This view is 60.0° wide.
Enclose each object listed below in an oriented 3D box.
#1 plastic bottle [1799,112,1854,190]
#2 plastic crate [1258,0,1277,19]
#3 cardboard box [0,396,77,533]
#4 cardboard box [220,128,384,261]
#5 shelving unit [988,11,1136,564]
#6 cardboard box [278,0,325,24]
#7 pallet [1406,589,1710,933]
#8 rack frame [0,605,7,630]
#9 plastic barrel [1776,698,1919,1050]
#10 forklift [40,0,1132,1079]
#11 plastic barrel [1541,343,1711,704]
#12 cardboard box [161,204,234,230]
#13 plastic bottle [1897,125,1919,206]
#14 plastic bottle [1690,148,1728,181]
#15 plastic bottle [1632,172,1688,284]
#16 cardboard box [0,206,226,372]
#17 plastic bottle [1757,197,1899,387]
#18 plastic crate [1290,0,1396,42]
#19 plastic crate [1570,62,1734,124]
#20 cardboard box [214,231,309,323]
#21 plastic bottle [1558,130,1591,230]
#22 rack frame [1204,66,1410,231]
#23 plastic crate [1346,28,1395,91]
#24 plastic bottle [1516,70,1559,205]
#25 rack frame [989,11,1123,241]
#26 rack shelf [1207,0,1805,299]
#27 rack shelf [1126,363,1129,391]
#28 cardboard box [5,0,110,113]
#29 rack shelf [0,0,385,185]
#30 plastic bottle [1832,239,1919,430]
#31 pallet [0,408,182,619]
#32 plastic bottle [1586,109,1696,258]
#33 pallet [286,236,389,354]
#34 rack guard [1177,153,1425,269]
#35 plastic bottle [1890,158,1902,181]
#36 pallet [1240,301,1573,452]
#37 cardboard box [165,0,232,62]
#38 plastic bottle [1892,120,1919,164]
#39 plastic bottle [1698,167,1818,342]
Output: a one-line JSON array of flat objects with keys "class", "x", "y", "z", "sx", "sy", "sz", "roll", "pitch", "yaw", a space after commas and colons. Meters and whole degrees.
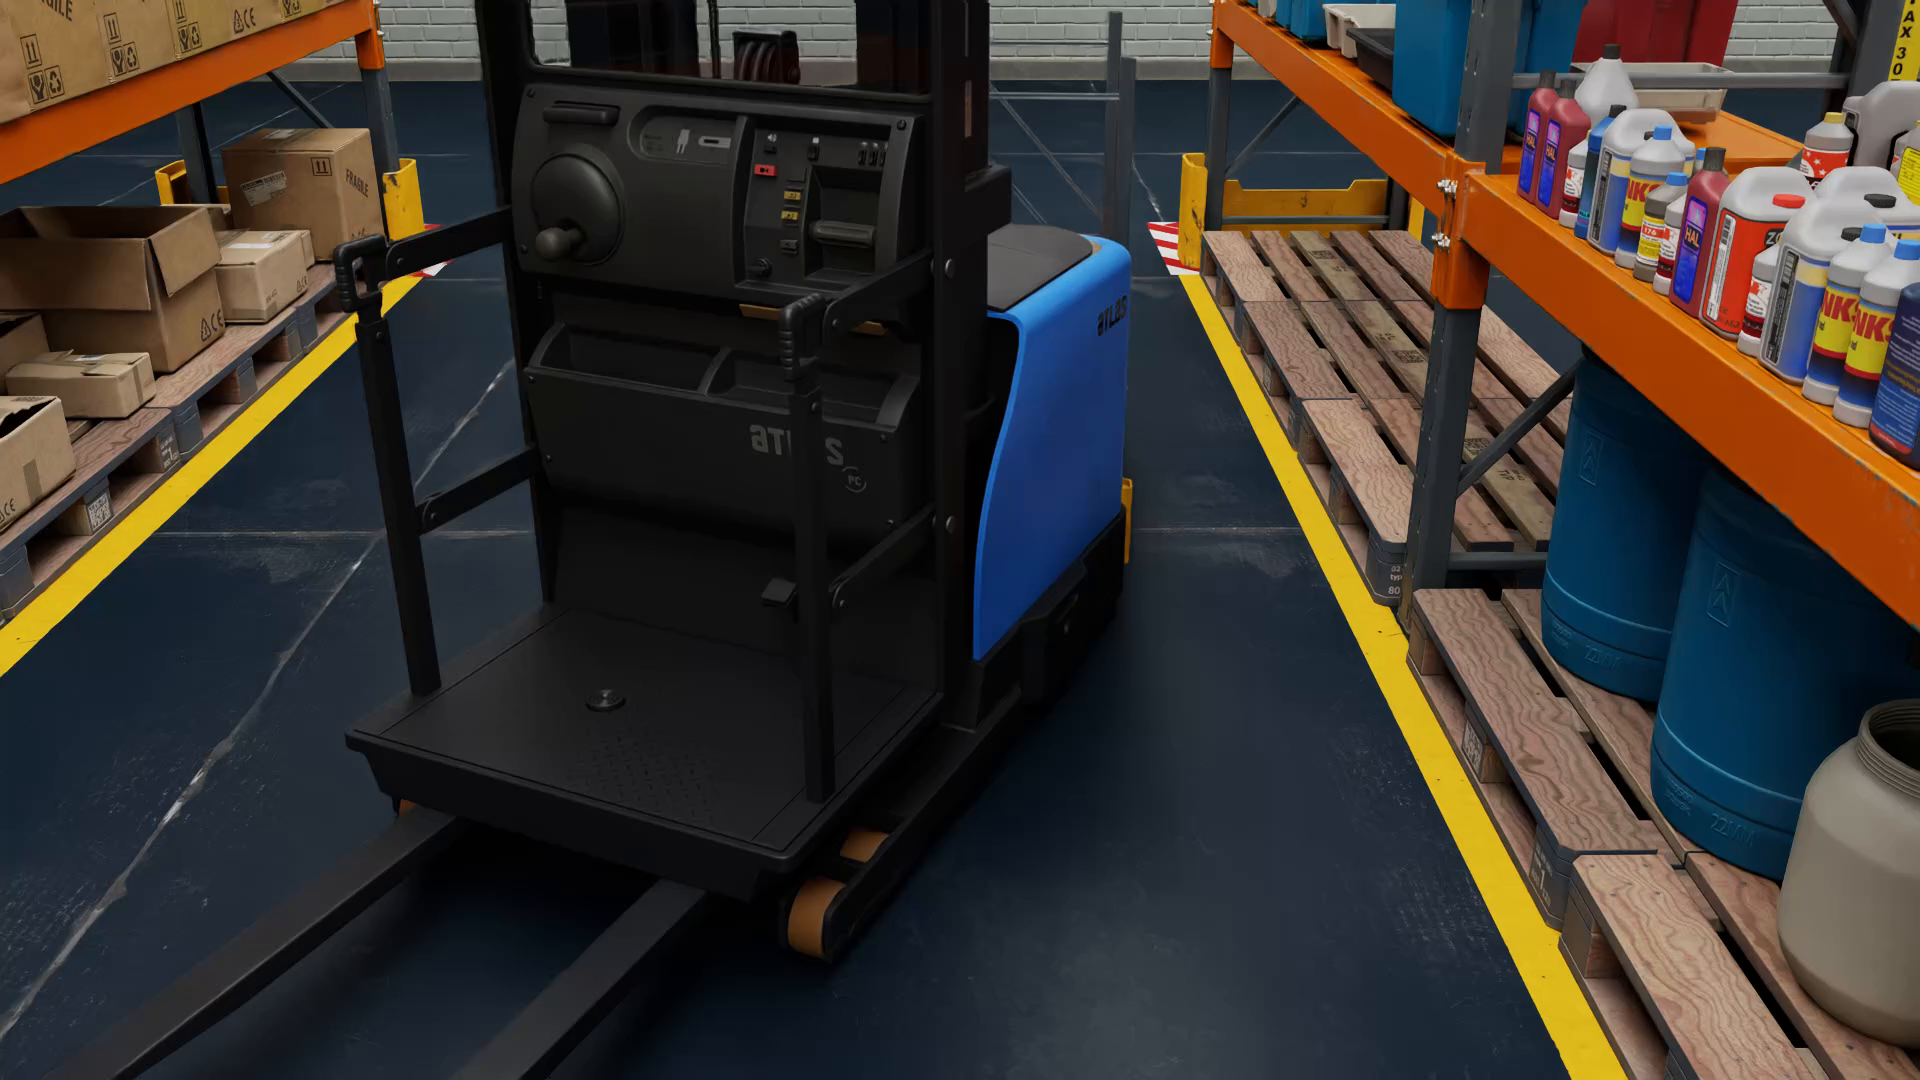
[{"class": "plastic bottle", "x": 1.952, "y": -0.860, "z": 3.752, "sx": 0.097, "sy": 0.201, "sz": 0.097, "roll": 0, "pitch": 24, "yaw": 0}, {"class": "plastic crate", "x": 1.307, "y": -2.160, "z": 6.632, "sx": 0.250, "sy": 0.136, "sz": 0.298, "roll": 0, "pitch": 24, "yaw": -1}, {"class": "cardboard box", "x": -2.993, "y": -0.248, "z": 4.887, "sx": 0.500, "sy": 0.311, "sz": 0.500, "roll": 0, "pitch": 24, "yaw": -1}, {"class": "cardboard box", "x": -2.996, "y": -1.586, "z": 7.615, "sx": 0.500, "sy": 0.500, "sz": 0.500, "roll": 0, "pitch": 24, "yaw": -1}, {"class": "shelving unit", "x": 0.253, "y": -0.837, "z": 5.282, "sx": 0.587, "sy": 1.500, "sz": 1.083, "roll": 1, "pitch": 24, "yaw": 3}, {"class": "cardboard box", "x": -2.962, "y": -2.395, "z": 6.785, "sx": 0.500, "sy": 0.500, "sz": 0.500, "roll": 0, "pitch": 24, "yaw": 0}, {"class": "pallet", "x": 1.715, "y": 0.469, "z": 3.956, "sx": 1.003, "sy": 0.211, "sz": 1.213, "roll": 0, "pitch": 24, "yaw": -1}, {"class": "rack frame", "x": -3.205, "y": -1.099, "z": 4.039, "sx": 1.000, "sy": 3.000, "sz": 0.127, "roll": 0, "pitch": 24, "yaw": -1}, {"class": "plastic barrel", "x": 1.662, "y": 0.572, "z": 2.855, "sx": 0.421, "sy": 0.512, "sz": 0.421, "roll": 0, "pitch": 24, "yaw": 0}, {"class": "forklift", "x": -0.610, "y": -0.689, "z": 3.218, "sx": 1.130, "sy": 2.935, "sz": 3.031, "roll": 11, "pitch": 27, "yaw": 23}, {"class": "plastic barrel", "x": 1.737, "y": -0.130, "z": 3.935, "sx": 0.600, "sy": 0.901, "sz": 0.708, "roll": 0, "pitch": 24, "yaw": -1}, {"class": "cardboard box", "x": -3.587, "y": -1.474, "z": 7.796, "sx": 0.380, "sy": 0.149, "sz": 0.250, "roll": 0, "pitch": 24, "yaw": -1}, {"class": "plastic bottle", "x": 1.942, "y": -0.719, "z": 3.260, "sx": 0.144, "sy": 0.351, "sz": 0.185, "roll": 0, "pitch": 24, "yaw": -1}, {"class": "plastic bottle", "x": 1.501, "y": -0.694, "z": 3.385, "sx": 0.097, "sy": 0.201, "sz": 0.097, "roll": 0, "pitch": 24, "yaw": 0}, {"class": "plastic bottle", "x": 1.352, "y": -0.598, "z": 3.173, "sx": 0.097, "sy": 0.201, "sz": 0.097, "roll": 0, "pitch": 24, "yaw": 0}, {"class": "cardboard box", "x": -3.230, "y": -0.936, "z": 6.175, "sx": 0.797, "sy": 0.503, "sz": 0.637, "roll": 0, "pitch": 24, "yaw": -1}, {"class": "plastic bottle", "x": 1.385, "y": -0.393, "z": 2.630, "sx": 0.152, "sy": 0.276, "sz": 0.135, "roll": 0, "pitch": 24, "yaw": -1}, {"class": "plastic crate", "x": 1.396, "y": -1.949, "z": 6.050, "sx": 0.416, "sy": 0.233, "sz": 0.300, "roll": 0, "pitch": 24, "yaw": -1}, {"class": "plastic crate", "x": 1.886, "y": -1.219, "z": 4.553, "sx": 0.396, "sy": 0.136, "sz": 0.243, "roll": 0, "pitch": 24, "yaw": -1}, {"class": "cardboard box", "x": -3.016, "y": -1.080, "z": 6.801, "sx": 0.500, "sy": 0.250, "sz": 0.500, "roll": 0, "pitch": 24, "yaw": -1}, {"class": "plastic bottle", "x": 1.347, "y": -0.773, "z": 3.561, "sx": 0.097, "sy": 0.201, "sz": 0.097, "roll": 0, "pitch": 24, "yaw": 0}, {"class": "rack frame", "x": 1.705, "y": -2.768, "z": 7.730, "sx": 1.000, "sy": 3.000, "sz": 0.127, "roll": 0, "pitch": 24, "yaw": -1}, {"class": "plastic crate", "x": 1.468, "y": -1.481, "z": 5.147, "sx": 0.437, "sy": 0.125, "sz": 0.590, "roll": 0, "pitch": 24, "yaw": -1}, {"class": "plastic bottle", "x": 1.326, "y": -0.913, "z": 3.771, "sx": 0.061, "sy": 0.283, "sz": 0.133, "roll": 0, "pitch": 24, "yaw": -1}, {"class": "rack frame", "x": 0.279, "y": -1.043, "z": 5.736, "sx": 0.500, "sy": 1.500, "sz": 0.032, "roll": 1, "pitch": 24, "yaw": 3}, {"class": "rack shelf", "x": 1.727, "y": -1.616, "z": 6.056, "sx": 1.077, "sy": 0.370, "sz": 4.000, "roll": 0, "pitch": 24, "yaw": -1}, {"class": "rack shelf", "x": 0.253, "y": -0.670, "z": 5.347, "sx": 0.538, "sy": 0.185, "sz": 1.000, "roll": 1, "pitch": 24, "yaw": 3}, {"class": "cardboard box", "x": -2.946, "y": -1.566, "z": 4.952, "sx": 0.500, "sy": 0.500, "sz": 0.500, "roll": 0, "pitch": 24, "yaw": 0}, {"class": "rack shelf", "x": -3.226, "y": -1.595, "z": 6.010, "sx": 1.077, "sy": 0.370, "sz": 4.000, "roll": 0, "pitch": 24, "yaw": -1}, {"class": "plastic bottle", "x": 1.360, "y": -0.303, "z": 2.437, "sx": 0.097, "sy": 0.271, "sz": 0.097, "roll": 0, "pitch": 24, "yaw": 0}, {"class": "pallet", "x": -3.211, "y": -0.111, "z": 5.240, "sx": 1.003, "sy": 0.211, "sz": 1.213, "roll": 0, "pitch": 24, "yaw": -1}, {"class": "plastic bottle", "x": 1.377, "y": -0.720, "z": 3.352, "sx": 0.152, "sy": 0.276, "sz": 0.135, "roll": 0, "pitch": 24, "yaw": -1}, {"class": "pallet", "x": -3.238, "y": -1.116, "z": 7.463, "sx": 1.003, "sy": 0.211, "sz": 1.213, "roll": 0, "pitch": 24, "yaw": -1}, {"class": "rack guard", "x": 1.692, "y": -1.639, "z": 8.266, "sx": 1.175, "sy": 0.500, "sz": 0.348, "roll": 0, "pitch": 24, "yaw": -1}, {"class": "plastic bottle", "x": 1.956, "y": -0.709, "z": 3.419, "sx": 0.097, "sy": 0.201, "sz": 0.097, "roll": 0, "pitch": 24, "yaw": 0}, {"class": "pallet", "x": 1.686, "y": -0.656, "z": 6.444, "sx": 1.003, "sy": 0.211, "sz": 1.213, "roll": 0, "pitch": 24, "yaw": -1}, {"class": "cardboard box", "x": -2.957, "y": -1.982, "z": 5.871, "sx": 0.500, "sy": 0.500, "sz": 0.500, "roll": -1, "pitch": 24, "yaw": -1}, {"class": "plastic bottle", "x": 2.105, "y": -0.820, "z": 3.665, "sx": 0.097, "sy": 0.201, "sz": 0.097, "roll": 0, "pitch": 24, "yaw": 0}, {"class": "plastic bottle", "x": 1.383, "y": -0.489, "z": 2.842, "sx": 0.152, "sy": 0.276, "sz": 0.135, "roll": 0, "pitch": 24, "yaw": -1}]
